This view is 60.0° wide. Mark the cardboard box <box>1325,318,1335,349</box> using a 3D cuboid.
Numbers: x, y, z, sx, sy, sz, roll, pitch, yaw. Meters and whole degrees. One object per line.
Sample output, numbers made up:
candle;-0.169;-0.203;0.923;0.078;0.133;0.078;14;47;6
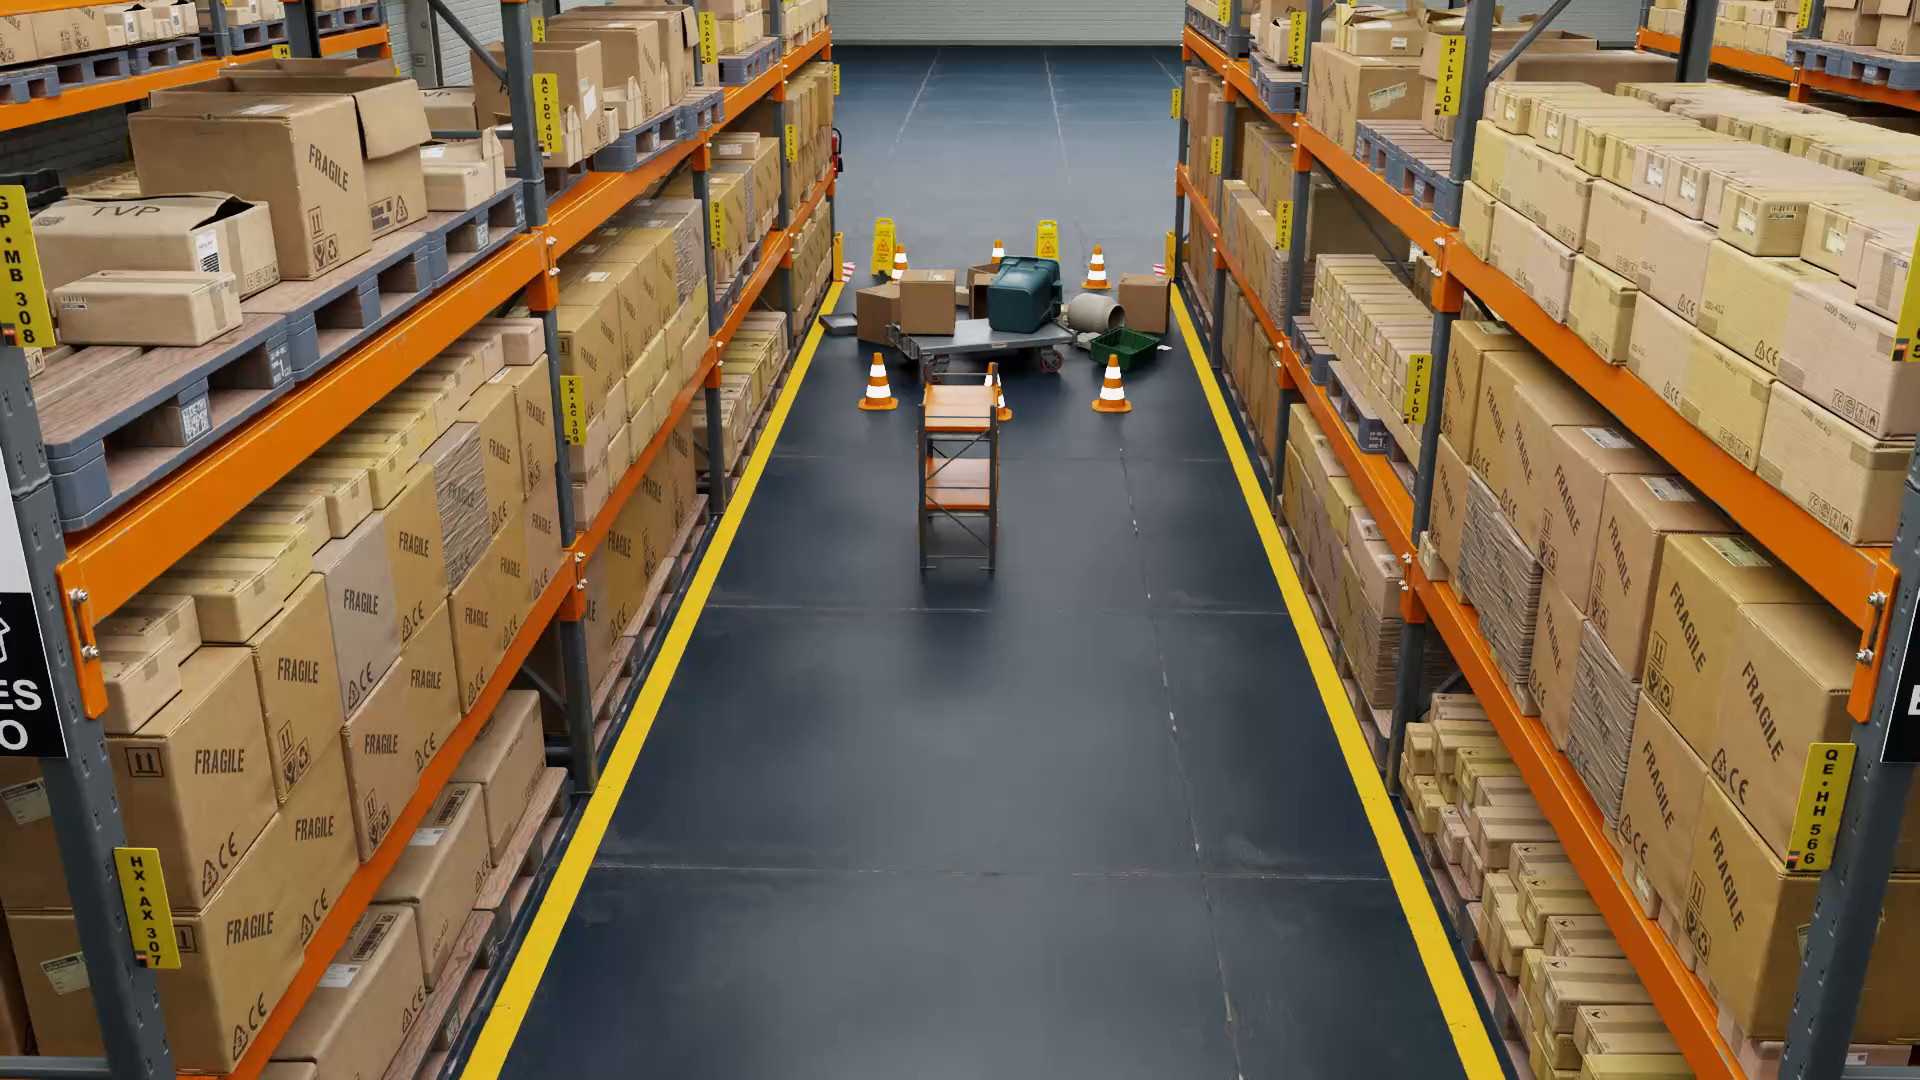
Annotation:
cardboard box;2.521;-1.309;10.523;0.380;0.149;0.250;2;21;4

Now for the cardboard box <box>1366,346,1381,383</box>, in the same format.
cardboard box;2.481;-0.978;9.259;0.380;0.149;0.250;1;21;2

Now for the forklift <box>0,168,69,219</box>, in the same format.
forklift;-4.756;-0.561;8.923;1.130;2.935;3.031;0;21;1

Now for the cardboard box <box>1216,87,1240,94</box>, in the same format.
cardboard box;2.974;-4.131;16.329;0.875;0.550;0.550;1;21;2

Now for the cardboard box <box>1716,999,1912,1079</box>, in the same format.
cardboard box;2.236;1.304;4.368;0.380;0.149;0.250;1;21;2

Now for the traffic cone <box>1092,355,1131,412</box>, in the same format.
traffic cone;1.323;-1.380;14.445;0.336;0.463;0.334;1;21;2

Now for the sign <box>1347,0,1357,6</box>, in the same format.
sign;3.416;-4.814;14.494;0.100;0.325;0.005;1;21;2

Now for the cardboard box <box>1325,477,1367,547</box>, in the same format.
cardboard box;2.431;-0.167;9.652;0.500;0.250;0.500;0;21;-1

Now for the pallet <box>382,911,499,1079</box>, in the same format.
pallet;-2.456;1.860;6.443;1.003;0.211;1.213;1;21;2

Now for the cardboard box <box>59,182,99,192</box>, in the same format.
cardboard box;-7.355;-2.866;13.733;0.380;0.149;0.250;0;21;1

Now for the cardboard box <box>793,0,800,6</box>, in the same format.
cardboard box;-1.711;-5.096;15.615;0.380;0.149;0.250;0;21;1

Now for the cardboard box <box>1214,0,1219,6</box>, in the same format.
cardboard box;2.648;-5.104;15.467;0.500;0.250;0.500;1;21;1

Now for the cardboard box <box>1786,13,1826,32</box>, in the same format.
cardboard box;7.549;-4.575;14.682;0.380;0.149;0.250;1;21;3

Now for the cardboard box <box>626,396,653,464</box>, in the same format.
cardboard box;-1.998;-0.615;9.174;0.500;0.250;0.500;0;21;1

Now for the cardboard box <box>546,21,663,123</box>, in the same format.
cardboard box;-1.963;-2.603;9.225;0.500;0.500;0.500;1;21;2

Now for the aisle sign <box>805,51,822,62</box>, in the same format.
aisle sign;-1.664;-5.726;18.546;0.394;0.787;0.004;1;21;2

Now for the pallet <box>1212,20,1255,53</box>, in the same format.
pallet;2.909;-4.683;15.429;1.003;0.211;1.213;1;21;2

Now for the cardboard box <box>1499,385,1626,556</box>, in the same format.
cardboard box;2.326;-0.260;6.120;0.500;0.500;0.500;1;21;3

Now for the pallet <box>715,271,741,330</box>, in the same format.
pallet;-2.284;-1.772;12.214;1.213;0.211;1.003;1;21;2

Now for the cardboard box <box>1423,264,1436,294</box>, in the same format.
cardboard box;3.185;-1.667;10.624;0.380;0.149;0.250;0;21;1

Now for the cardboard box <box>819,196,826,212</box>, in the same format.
cardboard box;-1.663;-3.635;18.037;0.380;0.149;0.250;1;21;3

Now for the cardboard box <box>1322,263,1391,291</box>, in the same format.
cardboard box;2.539;-1.678;10.652;0.380;0.149;0.250;0;21;0

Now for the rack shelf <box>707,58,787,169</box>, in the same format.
rack shelf;-2.138;-3.389;12.963;1.077;0.370;4.000;1;21;2

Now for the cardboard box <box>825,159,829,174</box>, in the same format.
cardboard box;-1.650;-4.147;18.418;0.380;0.149;0.250;0;21;1

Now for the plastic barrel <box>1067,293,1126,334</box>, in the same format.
plastic barrel;1.375;-2.257;16.760;0.512;0.421;0.421;18;27;38

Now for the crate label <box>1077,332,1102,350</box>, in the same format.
crate label;1.292;-1.956;16.380;0.298;0.136;0.250;-16;26;-35

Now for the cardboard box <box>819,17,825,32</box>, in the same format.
cardboard box;-1.662;-5.554;17.896;0.380;0.149;0.250;1;21;2

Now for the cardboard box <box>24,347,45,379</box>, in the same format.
cardboard box;-2.519;-0.444;3.870;0.500;0.250;0.500;-1;21;-3

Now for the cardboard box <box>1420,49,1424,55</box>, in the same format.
cardboard box;2.986;-2.639;9.899;0.500;0.500;0.500;1;21;2

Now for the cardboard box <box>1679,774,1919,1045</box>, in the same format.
cardboard box;2.265;0.957;4.365;0.500;0.500;0.500;1;21;3

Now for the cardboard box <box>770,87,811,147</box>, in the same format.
cardboard box;-1.810;-4.041;15.866;0.700;0.500;0.500;1;21;2

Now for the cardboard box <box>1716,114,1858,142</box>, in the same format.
cardboard box;2.870;-1.392;5.789;0.380;0.149;0.250;0;21;-1

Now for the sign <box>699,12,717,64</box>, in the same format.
sign;-1.644;-3.270;10.838;0.100;0.325;0.005;1;21;2

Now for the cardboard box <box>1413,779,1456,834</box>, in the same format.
cardboard box;2.290;1.219;7.600;0.380;0.149;0.250;1;21;3

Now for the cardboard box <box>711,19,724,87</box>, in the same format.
cardboard box;-2.181;-3.601;12.373;0.797;0.503;0.637;1;21;2

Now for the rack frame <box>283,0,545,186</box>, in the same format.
rack frame;-2.321;-2.953;6.699;1.000;3.000;0.127;1;21;2

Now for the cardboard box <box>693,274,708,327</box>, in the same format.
cardboard box;-1.960;-1.588;10.990;0.500;0.250;0.500;1;21;1

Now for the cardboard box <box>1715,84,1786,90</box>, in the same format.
cardboard box;7.597;-4.118;16.065;0.500;0.500;0.500;1;21;2

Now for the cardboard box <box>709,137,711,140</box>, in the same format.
cardboard box;-2.378;-3.263;14.663;0.500;0.500;0.500;1;21;3

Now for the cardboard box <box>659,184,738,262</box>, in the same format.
cardboard box;-1.945;-2.332;12.263;0.500;0.500;0.500;2;21;4

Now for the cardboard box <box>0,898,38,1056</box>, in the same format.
cardboard box;-2.692;1.066;4.496;0.500;0.500;0.500;1;21;2

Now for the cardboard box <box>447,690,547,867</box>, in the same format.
cardboard box;-2.447;1.068;7.590;0.875;0.438;0.875;0;21;1

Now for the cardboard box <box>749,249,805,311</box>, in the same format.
cardboard box;-1.789;-2.522;16.067;0.500;0.500;0.500;2;21;4

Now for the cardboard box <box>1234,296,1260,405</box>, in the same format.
cardboard box;2.911;-1.603;14.044;1.050;0.750;0.750;1;21;2

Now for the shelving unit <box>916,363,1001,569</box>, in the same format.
shelving unit;0.000;-0.522;11.319;0.538;1.125;1.048;1;21;2

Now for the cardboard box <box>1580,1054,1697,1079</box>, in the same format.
cardboard box;2.217;1.785;5.321;0.380;0.149;0.250;0;21;0

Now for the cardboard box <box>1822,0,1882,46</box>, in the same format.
cardboard box;7.715;-4.413;13.886;0.797;0.503;0.637;0;21;-1

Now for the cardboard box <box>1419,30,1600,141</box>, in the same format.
cardboard box;2.808;-2.338;8.537;0.797;0.503;0.637;0;21;1

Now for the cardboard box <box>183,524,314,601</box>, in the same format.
cardboard box;-2.105;0.066;4.795;0.380;0.149;0.250;0;21;0

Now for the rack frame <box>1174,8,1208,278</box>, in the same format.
rack frame;2.995;-4.477;18.921;1.000;3.000;0.127;1;21;2

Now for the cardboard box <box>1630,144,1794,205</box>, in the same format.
cardboard box;2.294;-1.119;5.084;0.380;0.149;0.250;0;21;0

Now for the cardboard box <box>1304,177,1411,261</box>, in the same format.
cardboard box;2.776;-2.259;11.685;0.700;0.500;0.500;1;21;1

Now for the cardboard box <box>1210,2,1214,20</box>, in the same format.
cardboard box;2.596;-5.057;15.897;0.380;0.149;0.250;1;21;2

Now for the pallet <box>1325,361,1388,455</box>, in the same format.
pallet;2.733;-0.779;9.655;1.003;0.211;1.213;1;21;2

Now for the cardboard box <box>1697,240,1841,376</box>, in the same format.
cardboard box;2.283;-0.608;4.318;0.500;0.250;0.500;0;21;0

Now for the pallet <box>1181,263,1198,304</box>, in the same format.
pallet;3.049;-2.887;18.678;1.003;0.211;1.213;1;21;2

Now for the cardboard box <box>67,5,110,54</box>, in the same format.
cardboard box;-6.864;-3.970;12.611;0.500;0.500;0.500;1;21;3

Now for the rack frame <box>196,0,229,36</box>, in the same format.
rack frame;-7.039;-5.899;14.291;1.000;3.000;0.127;1;21;2
